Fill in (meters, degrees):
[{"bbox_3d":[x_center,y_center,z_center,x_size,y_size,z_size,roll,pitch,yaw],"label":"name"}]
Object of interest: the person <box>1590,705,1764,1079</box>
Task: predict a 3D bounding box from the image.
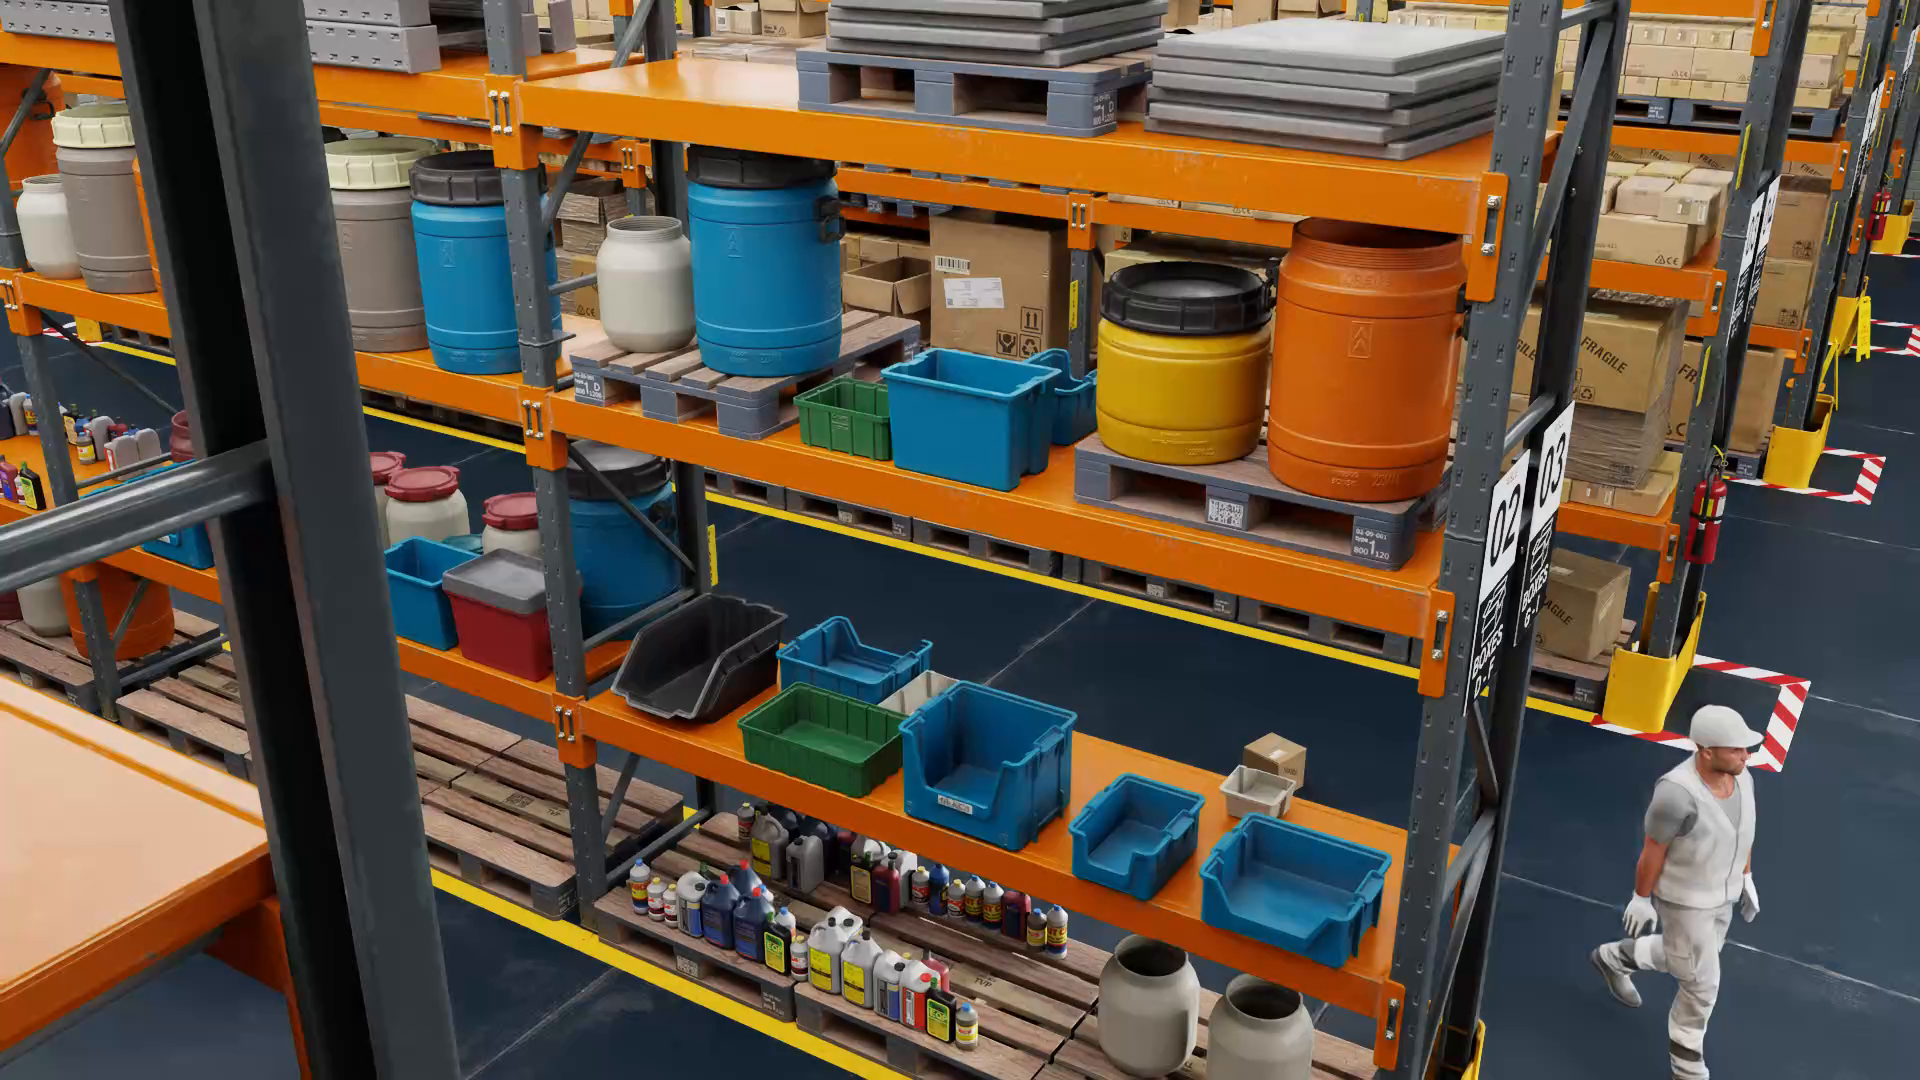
[{"bbox_3d":[3.080,1.473,7.050,0.556,1.769,0.889,-14,26,-29],"label":"person"}]
